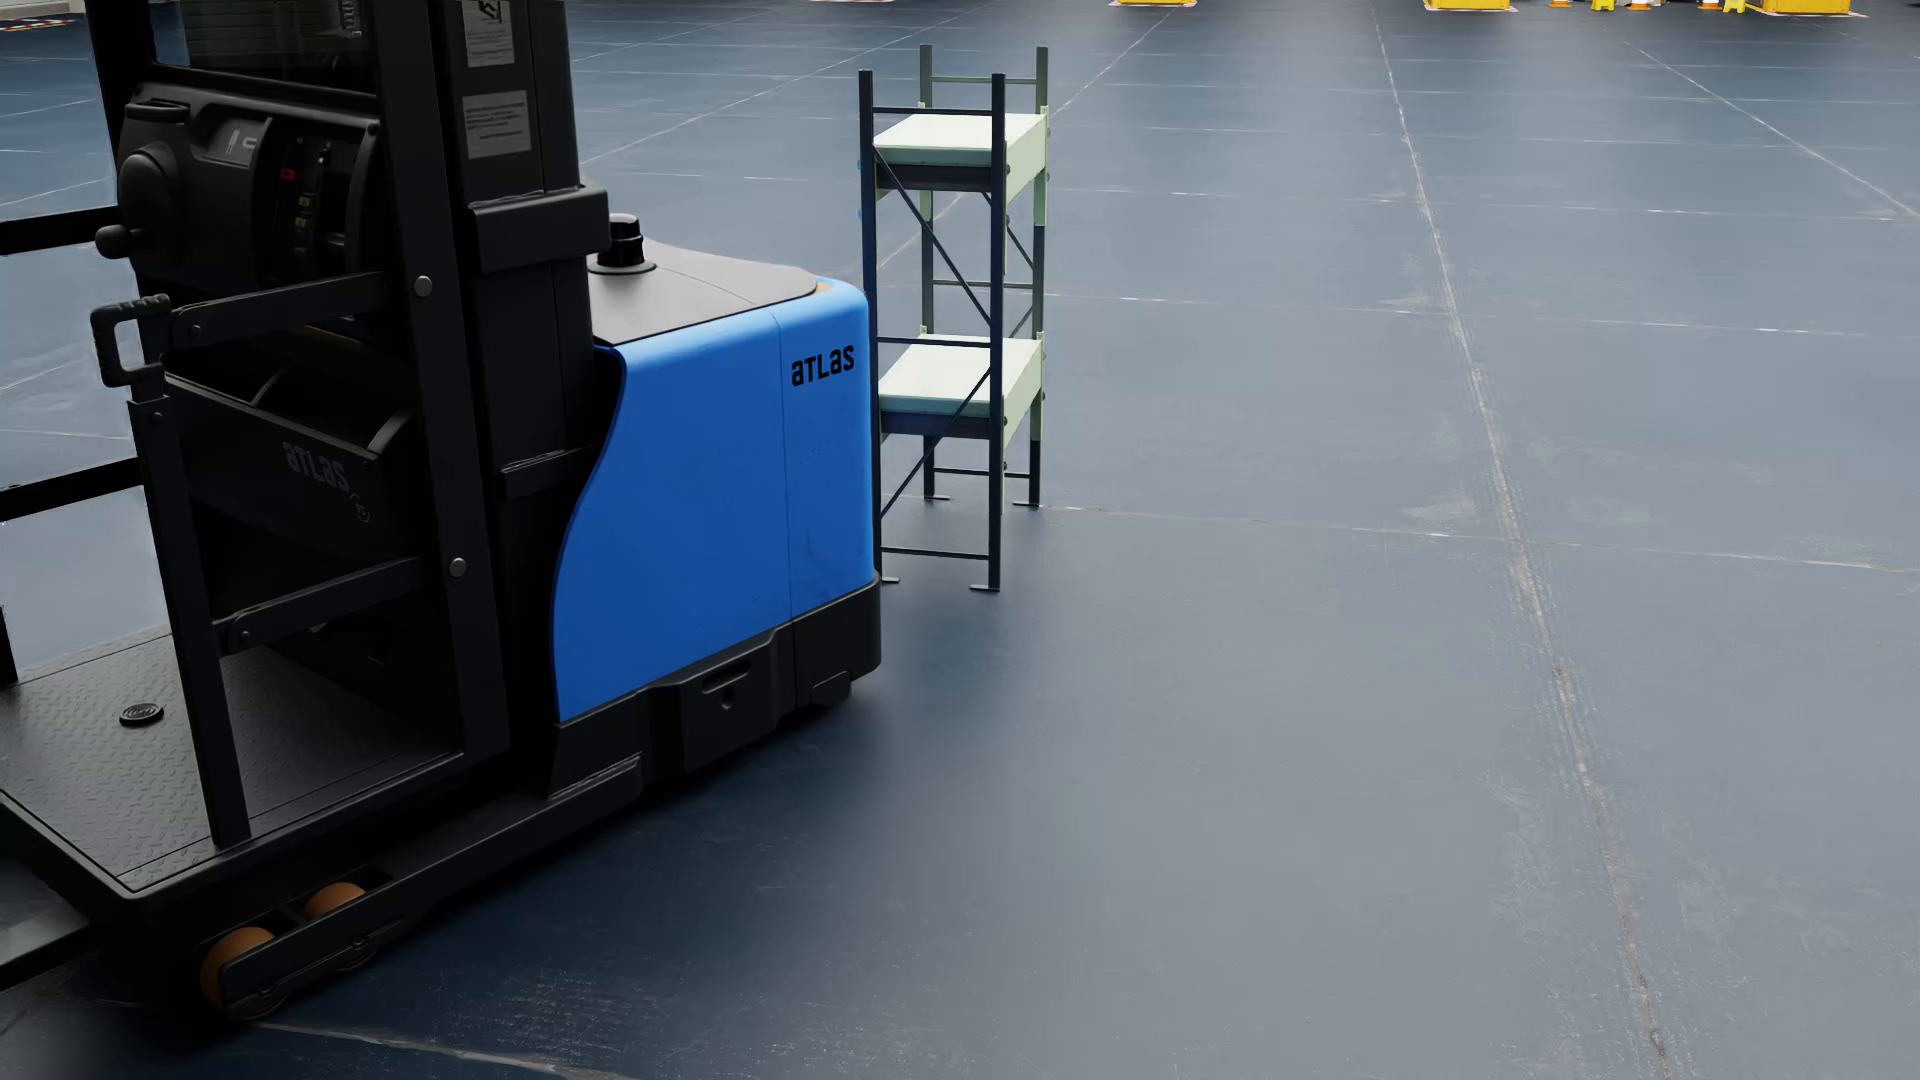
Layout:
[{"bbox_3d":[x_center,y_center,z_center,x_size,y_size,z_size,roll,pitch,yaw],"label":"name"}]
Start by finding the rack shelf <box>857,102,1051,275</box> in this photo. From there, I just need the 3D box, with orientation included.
[{"bbox_3d":[-0.001,-1.055,4.922,0.431,0.370,0.720,4,22,11],"label":"rack shelf"}]

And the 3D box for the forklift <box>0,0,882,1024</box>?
[{"bbox_3d":[-1.536,-0.672,3.099,1.130,2.935,3.031,17,28,36],"label":"forklift"}]

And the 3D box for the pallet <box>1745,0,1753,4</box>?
[{"bbox_3d":[13.335,-8.892,27.150,1.003,0.211,1.213,4,22,11],"label":"pallet"}]

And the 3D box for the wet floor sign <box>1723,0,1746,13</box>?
[{"bbox_3d":[11.782,-8.339,25.194,0.267,0.644,0.232,13,25,29],"label":"wet floor sign"}]

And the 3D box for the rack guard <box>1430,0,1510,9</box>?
[{"bbox_3d":[7.997,-8.591,26.015,1.175,0.500,0.348,4,22,11],"label":"rack guard"}]

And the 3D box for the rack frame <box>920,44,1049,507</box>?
[{"bbox_3d":[0.073,-0.827,5.400,0.400,1.500,0.023,4,22,11],"label":"rack frame"}]

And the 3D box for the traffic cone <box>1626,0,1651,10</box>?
[{"bbox_3d":[10.537,-8.458,25.735,0.336,0.463,0.334,4,22,11],"label":"traffic cone"}]

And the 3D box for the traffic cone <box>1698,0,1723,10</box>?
[{"bbox_3d":[11.693,-8.497,25.833,0.336,0.463,0.334,4,22,11],"label":"traffic cone"}]

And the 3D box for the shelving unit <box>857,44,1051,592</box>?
[{"bbox_3d":[-0.001,-0.693,5.067,0.431,1.500,0.755,4,22,11],"label":"shelving unit"}]

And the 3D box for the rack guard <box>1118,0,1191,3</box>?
[{"bbox_3d":[3.182,-9.042,27.136,1.175,0.500,0.348,4,22,11],"label":"rack guard"}]

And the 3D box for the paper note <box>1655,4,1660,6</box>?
[{"bbox_3d":[11.112,-8.539,26.514,0.148,0.019,0.142,-3,22,-8],"label":"paper note"}]

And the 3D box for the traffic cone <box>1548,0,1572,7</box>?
[{"bbox_3d":[9.500,-8.668,26.257,0.336,0.463,0.334,4,22,11],"label":"traffic cone"}]

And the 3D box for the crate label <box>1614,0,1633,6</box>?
[{"bbox_3d":[10.637,-8.599,26.521,0.250,0.136,0.298,-7,23,-17],"label":"crate label"}]

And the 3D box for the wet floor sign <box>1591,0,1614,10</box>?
[{"bbox_3d":[9.934,-8.505,25.609,0.267,0.644,0.232,1,22,2],"label":"wet floor sign"}]

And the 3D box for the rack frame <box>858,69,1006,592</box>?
[{"bbox_3d":[-0.076,-0.559,4.735,0.400,1.500,0.023,4,22,11],"label":"rack frame"}]

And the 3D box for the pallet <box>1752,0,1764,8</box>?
[{"bbox_3d":[13.084,-8.447,26.046,1.003,0.211,1.213,4,22,11],"label":"pallet"}]

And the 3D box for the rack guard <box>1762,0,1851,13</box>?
[{"bbox_3d":[12.884,-8.287,25.261,1.175,0.500,0.348,4,22,11],"label":"rack guard"}]

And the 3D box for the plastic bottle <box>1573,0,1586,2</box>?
[{"bbox_3d":[10.198,-8.925,27.432,0.133,0.061,0.283,-3,22,-8],"label":"plastic bottle"}]

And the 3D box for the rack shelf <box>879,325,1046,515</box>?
[{"bbox_3d":[-0.001,-0.391,5.189,0.431,0.370,0.720,4,22,11],"label":"rack shelf"}]

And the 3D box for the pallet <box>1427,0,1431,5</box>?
[{"bbox_3d":[8.088,-8.764,26.832,1.003,0.211,1.213,4,22,11],"label":"pallet"}]

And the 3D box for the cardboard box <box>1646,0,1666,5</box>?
[{"bbox_3d":[11.158,-8.729,26.829,0.380,0.149,0.250,18,28,38],"label":"cardboard box"}]

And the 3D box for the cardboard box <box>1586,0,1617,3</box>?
[{"bbox_3d":[10.748,-9.096,27.265,0.797,0.503,0.637,-11,25,-26],"label":"cardboard box"}]

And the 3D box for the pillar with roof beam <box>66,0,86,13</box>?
[{"bbox_3d":[-9.095,-11.889,22.828,9.100,9.000,0.400,4,22,11],"label":"pillar with roof beam"}]
